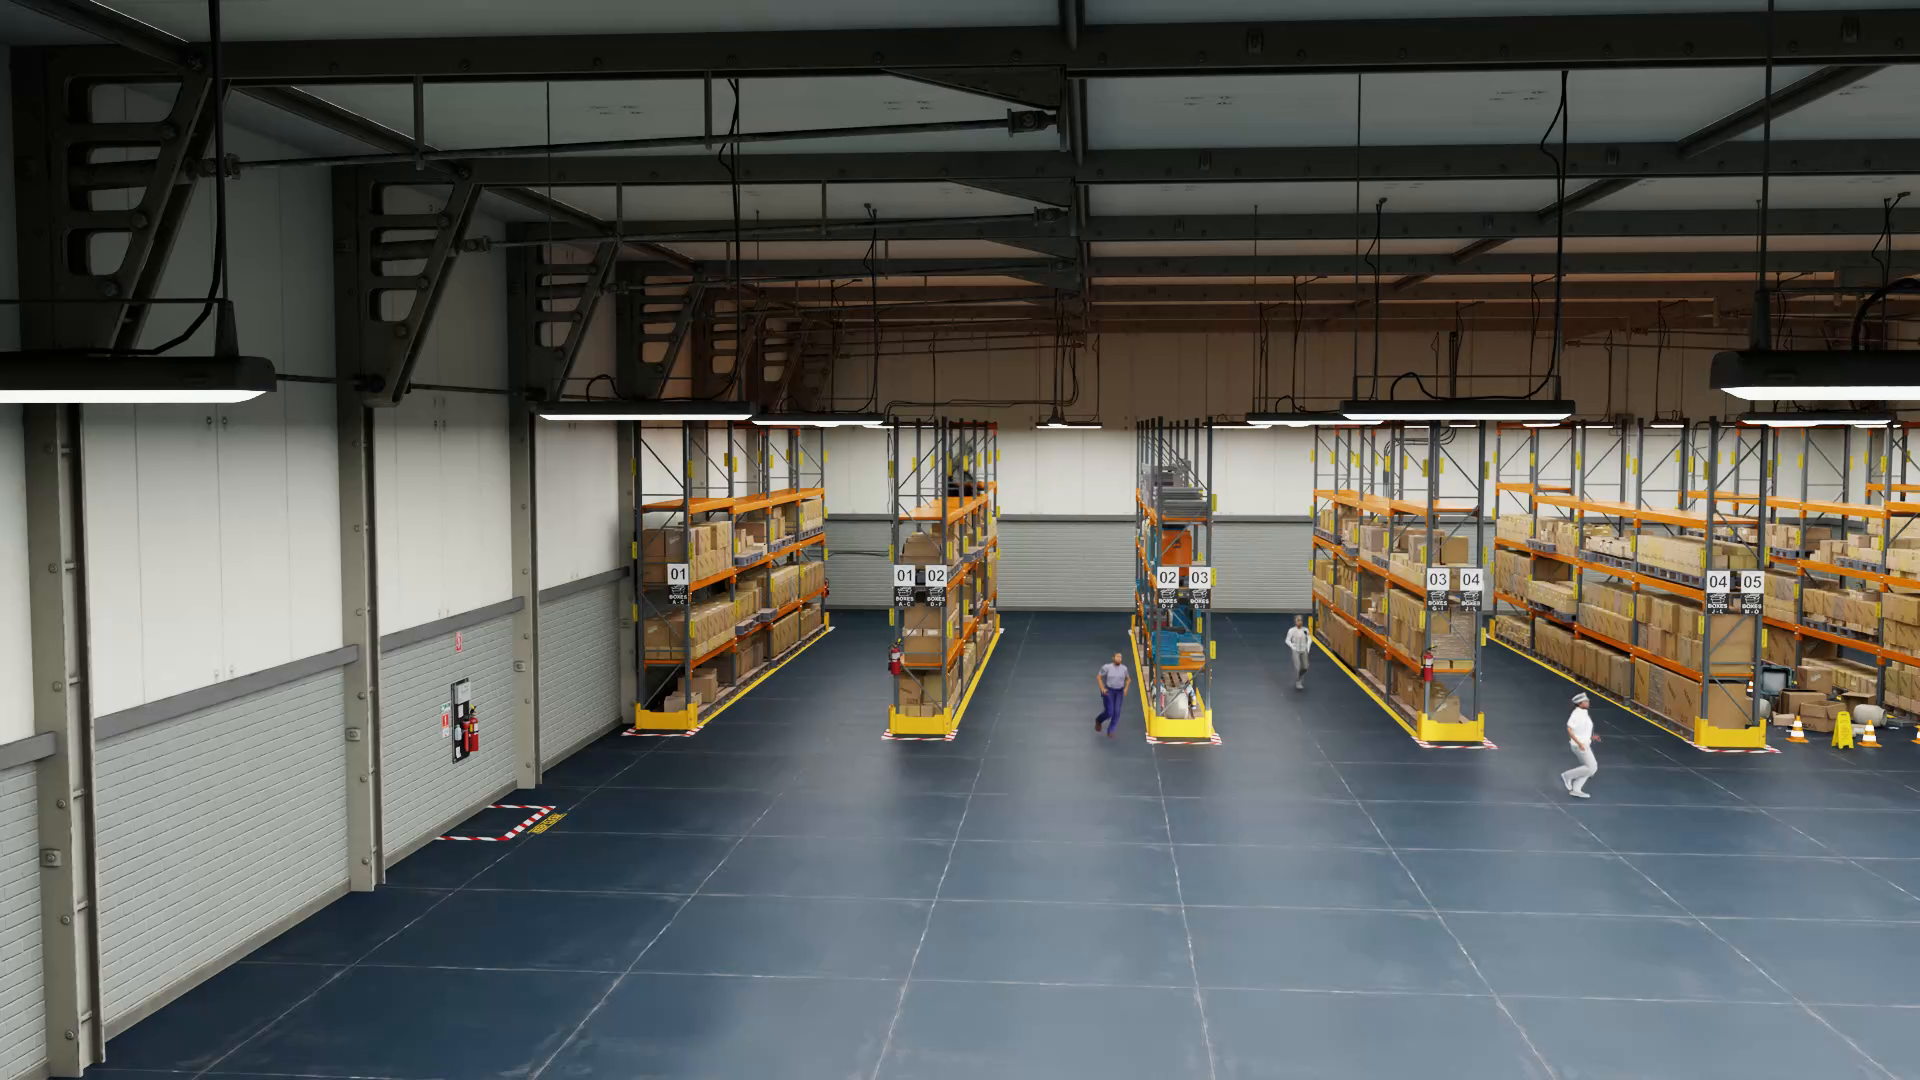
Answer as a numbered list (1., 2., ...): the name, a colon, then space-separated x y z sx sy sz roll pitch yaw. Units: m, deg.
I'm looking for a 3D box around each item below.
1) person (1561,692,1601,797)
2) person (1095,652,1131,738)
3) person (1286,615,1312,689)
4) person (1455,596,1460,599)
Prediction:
1. person: 9.756 3.202 26.001 0.502 1.658 0.574 2 4 28
2. person: 2.899 2.910 31.240 0.634 1.621 0.541 -1 4 -16
3. person: 7.553 2.483 36.982 0.592 1.646 0.539 0 4 -2
4. person: 13.431 1.982 44.907 0.494 1.696 0.883 1 4 9
